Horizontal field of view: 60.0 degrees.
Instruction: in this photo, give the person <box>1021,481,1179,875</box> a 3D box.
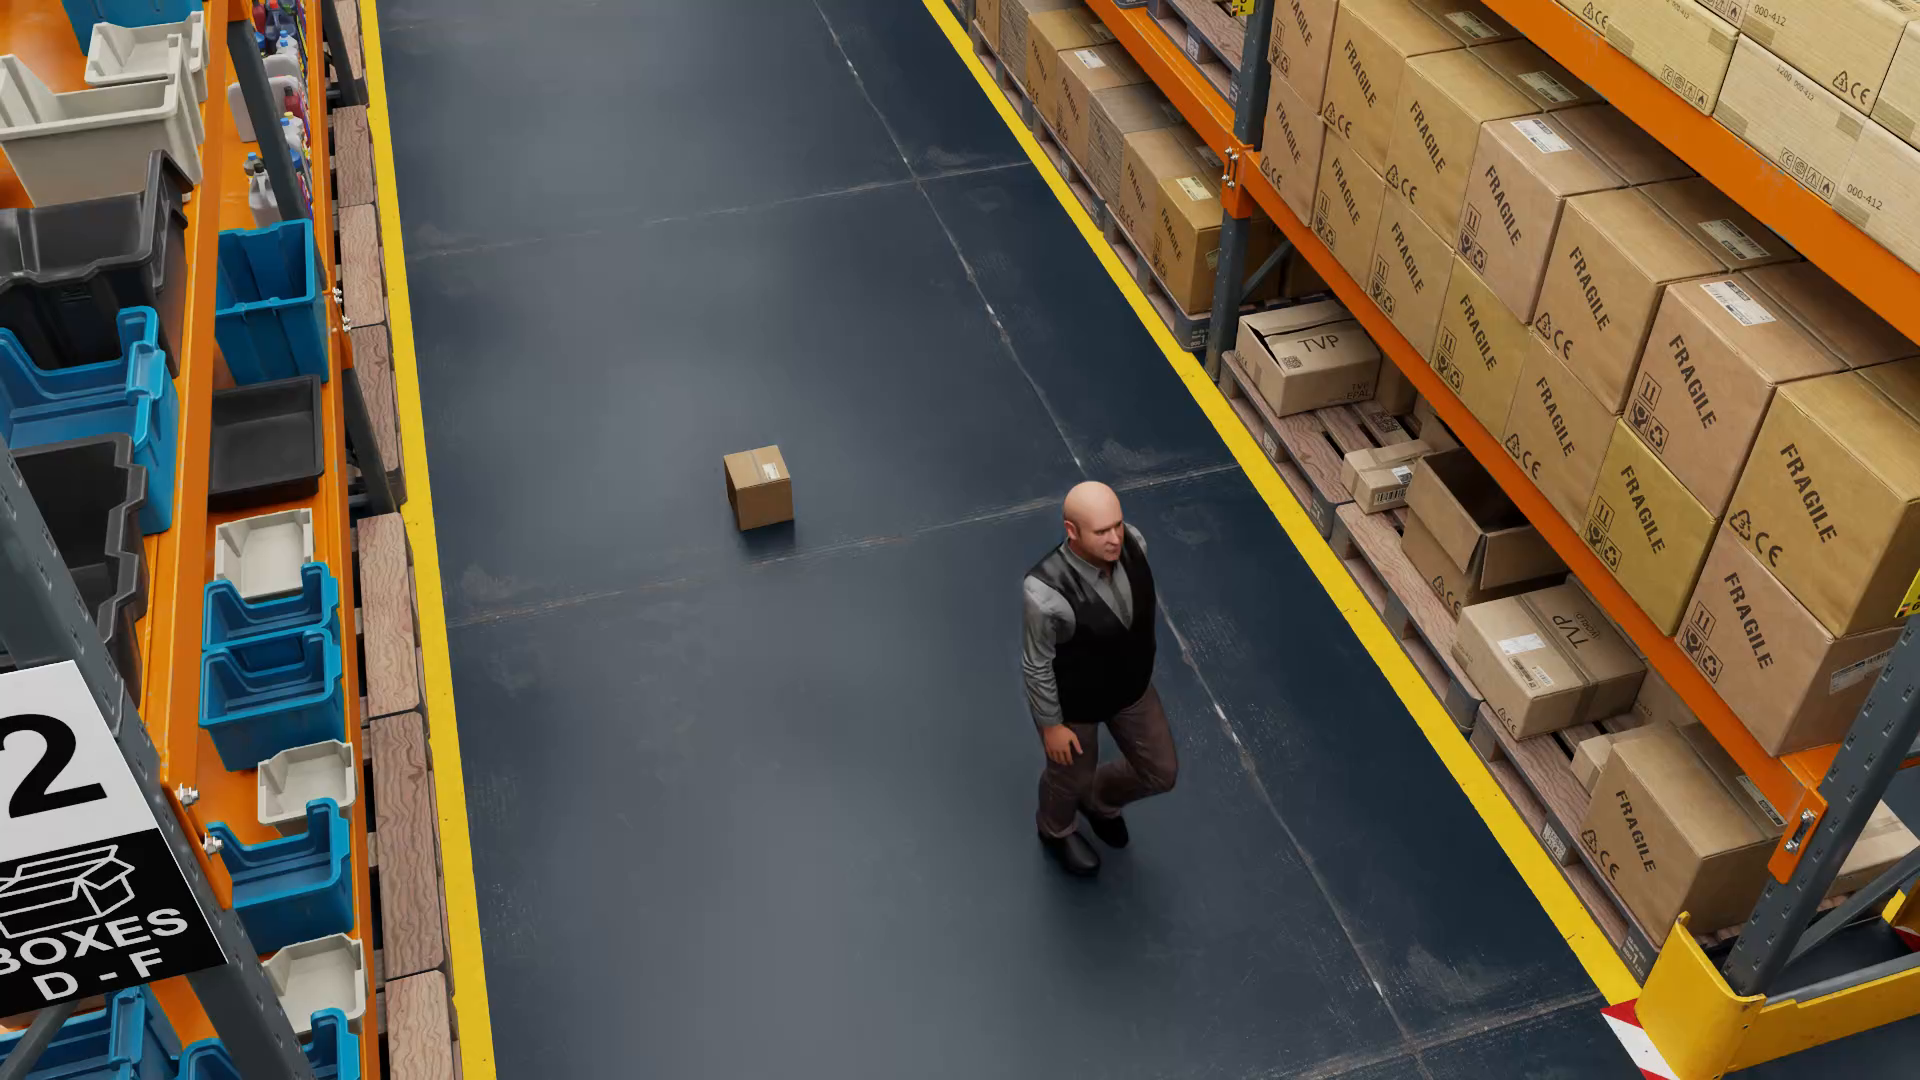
[{"bbox_3d":[0.464,0.539,5.560,0.565,1.749,0.470,-28,49,-28],"label":"person"}]
